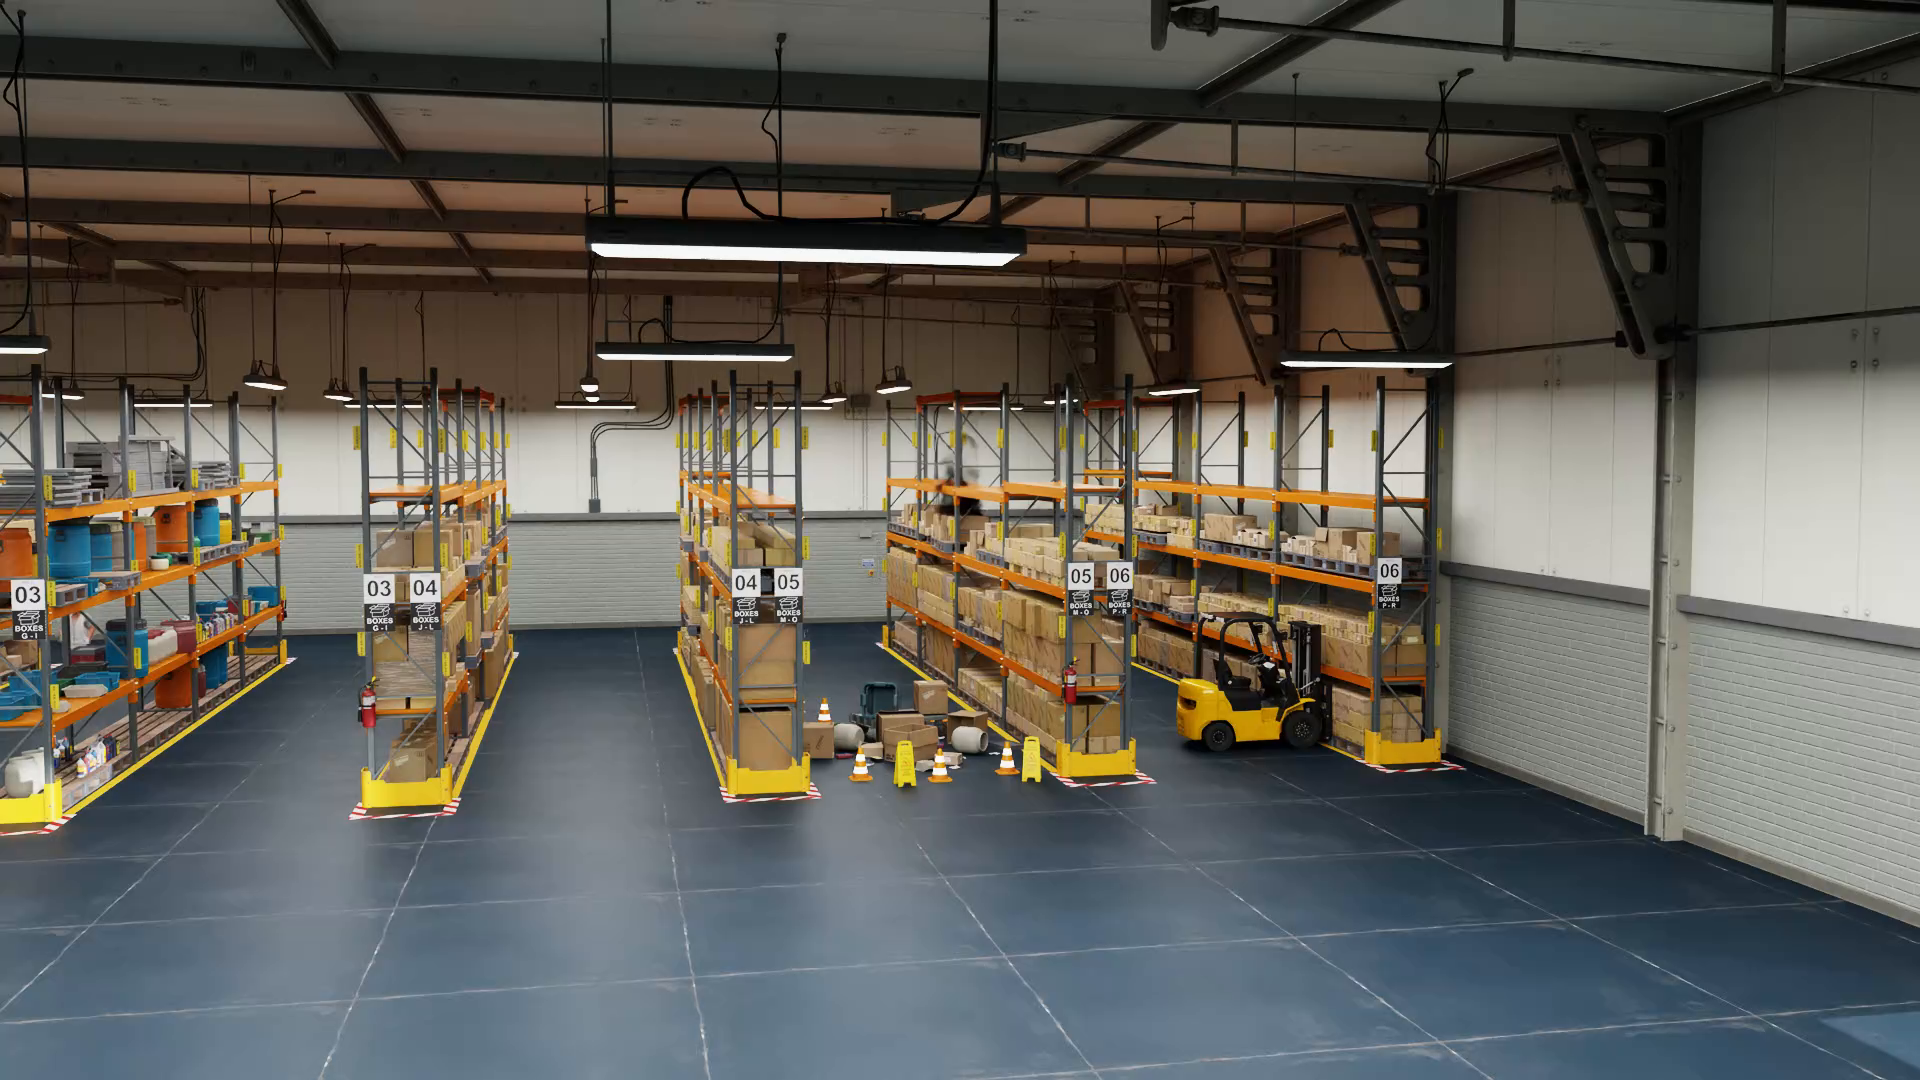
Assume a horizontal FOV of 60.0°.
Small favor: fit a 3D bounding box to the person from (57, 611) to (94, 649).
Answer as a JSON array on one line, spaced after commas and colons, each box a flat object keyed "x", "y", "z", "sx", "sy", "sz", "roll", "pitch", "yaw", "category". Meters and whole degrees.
[{"x": -17.961, "y": 2.118, "z": 33.767, "sx": 0.666, "sy": 1.751, "sz": 0.596, "roll": -1, "pitch": 4, "yaw": -17, "category": "person"}]
